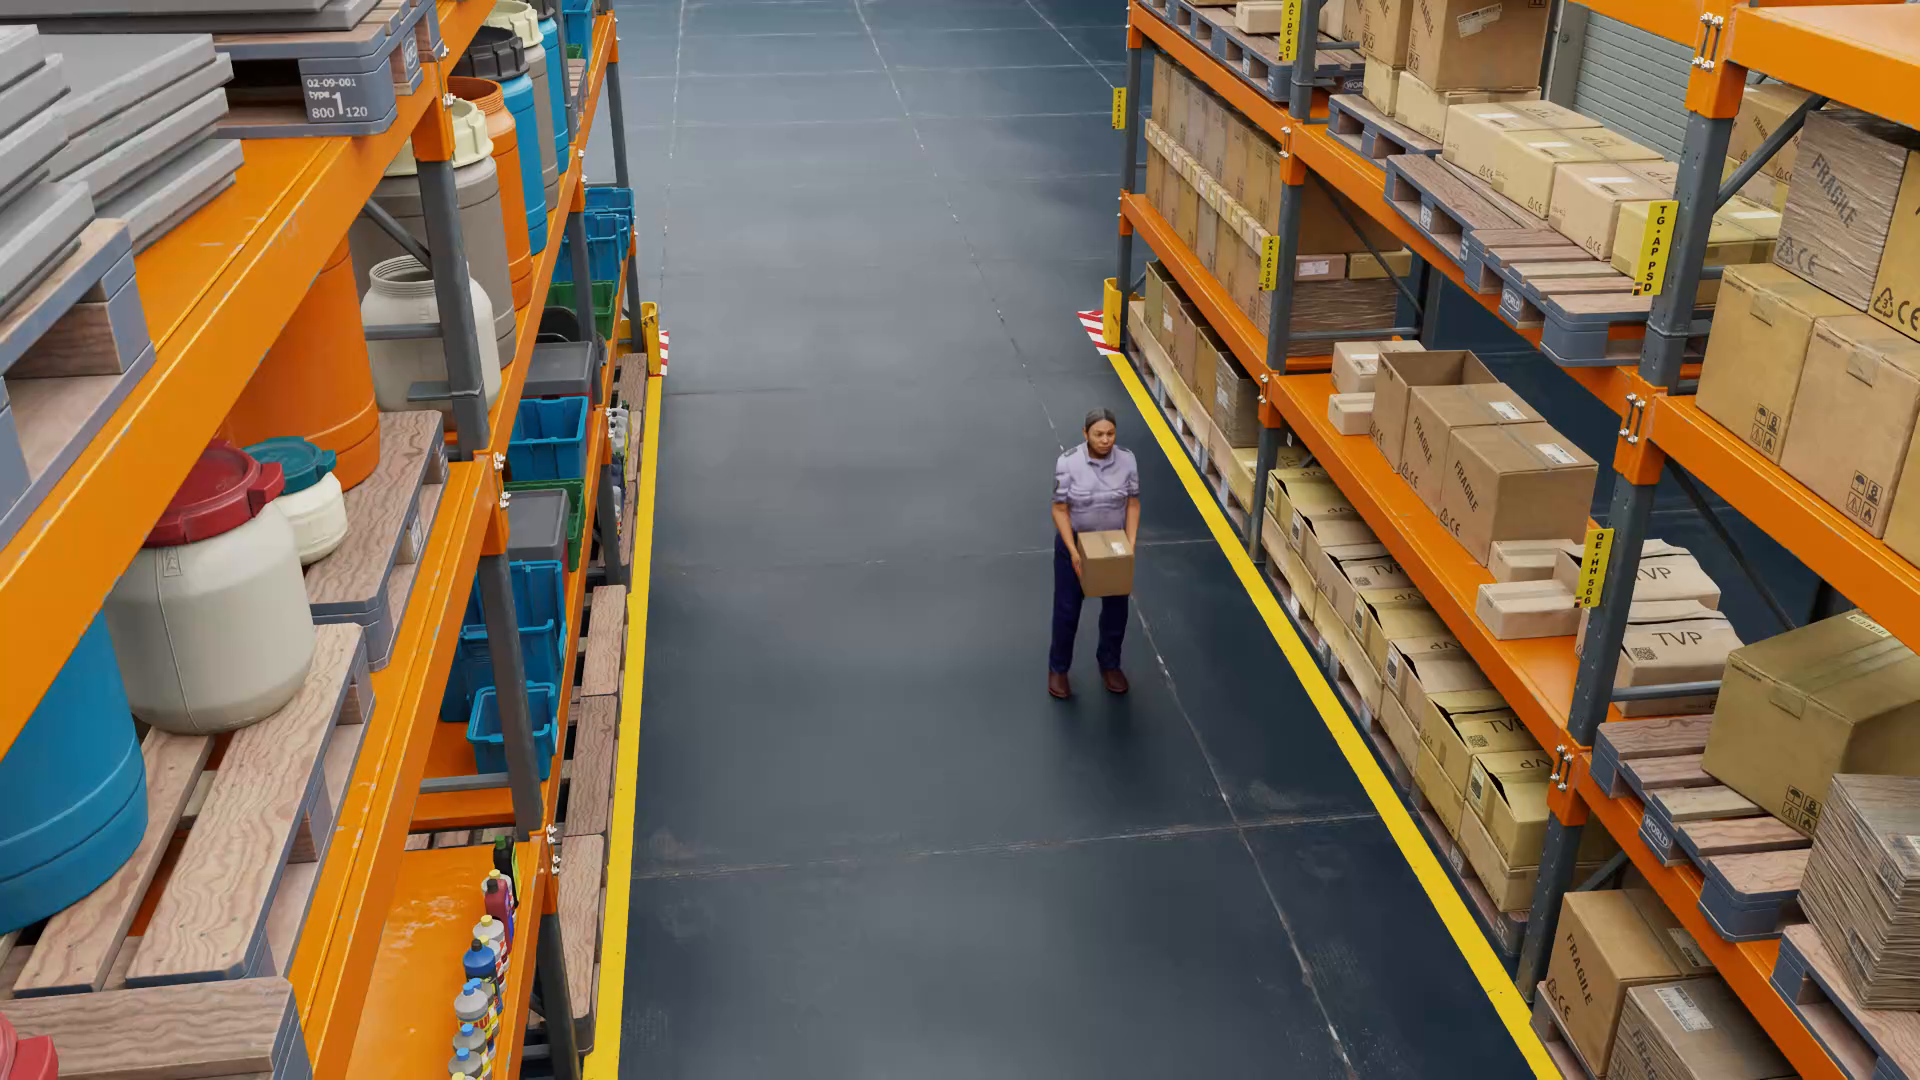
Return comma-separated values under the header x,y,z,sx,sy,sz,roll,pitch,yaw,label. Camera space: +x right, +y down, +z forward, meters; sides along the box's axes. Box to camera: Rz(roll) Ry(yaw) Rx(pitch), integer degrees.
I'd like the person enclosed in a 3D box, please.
x,y,z,sx,sy,sz,roll,pitch,yaw,label
0.732,0.077,8.948,0.494,1.652,0.463,-4,28,-8,person
